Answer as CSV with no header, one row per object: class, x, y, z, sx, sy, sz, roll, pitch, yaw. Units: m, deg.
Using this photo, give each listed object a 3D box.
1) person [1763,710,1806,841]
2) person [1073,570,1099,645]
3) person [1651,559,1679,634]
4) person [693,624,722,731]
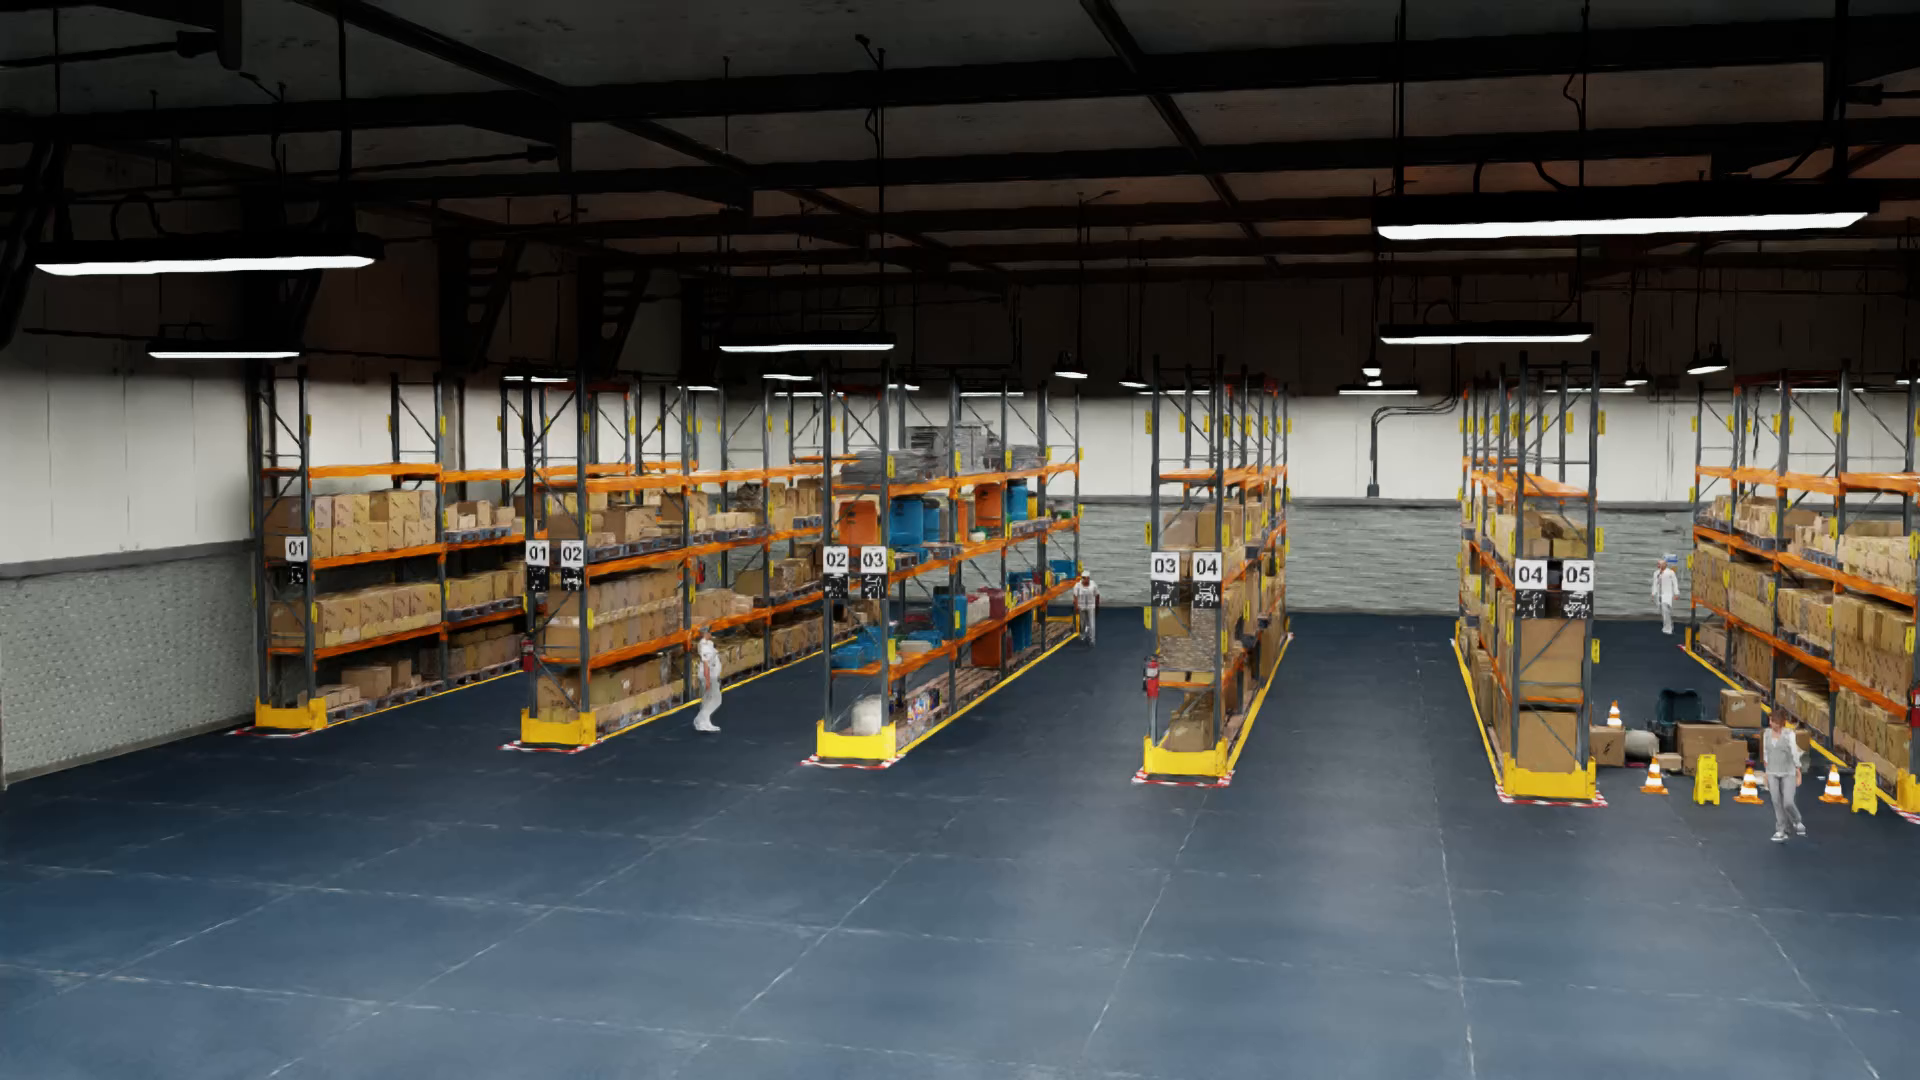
person,9.938,2.827,20.044,0.477,1.591,0.475,-3,5,-36
person,2.885,1.521,38.063,0.598,1.690,1.094,0,4,5
person,17.021,1.346,40.095,0.548,1.779,0.687,-2,4,-24
person,-4.127,2.253,27.130,0.457,1.754,0.588,-1,4,-14
